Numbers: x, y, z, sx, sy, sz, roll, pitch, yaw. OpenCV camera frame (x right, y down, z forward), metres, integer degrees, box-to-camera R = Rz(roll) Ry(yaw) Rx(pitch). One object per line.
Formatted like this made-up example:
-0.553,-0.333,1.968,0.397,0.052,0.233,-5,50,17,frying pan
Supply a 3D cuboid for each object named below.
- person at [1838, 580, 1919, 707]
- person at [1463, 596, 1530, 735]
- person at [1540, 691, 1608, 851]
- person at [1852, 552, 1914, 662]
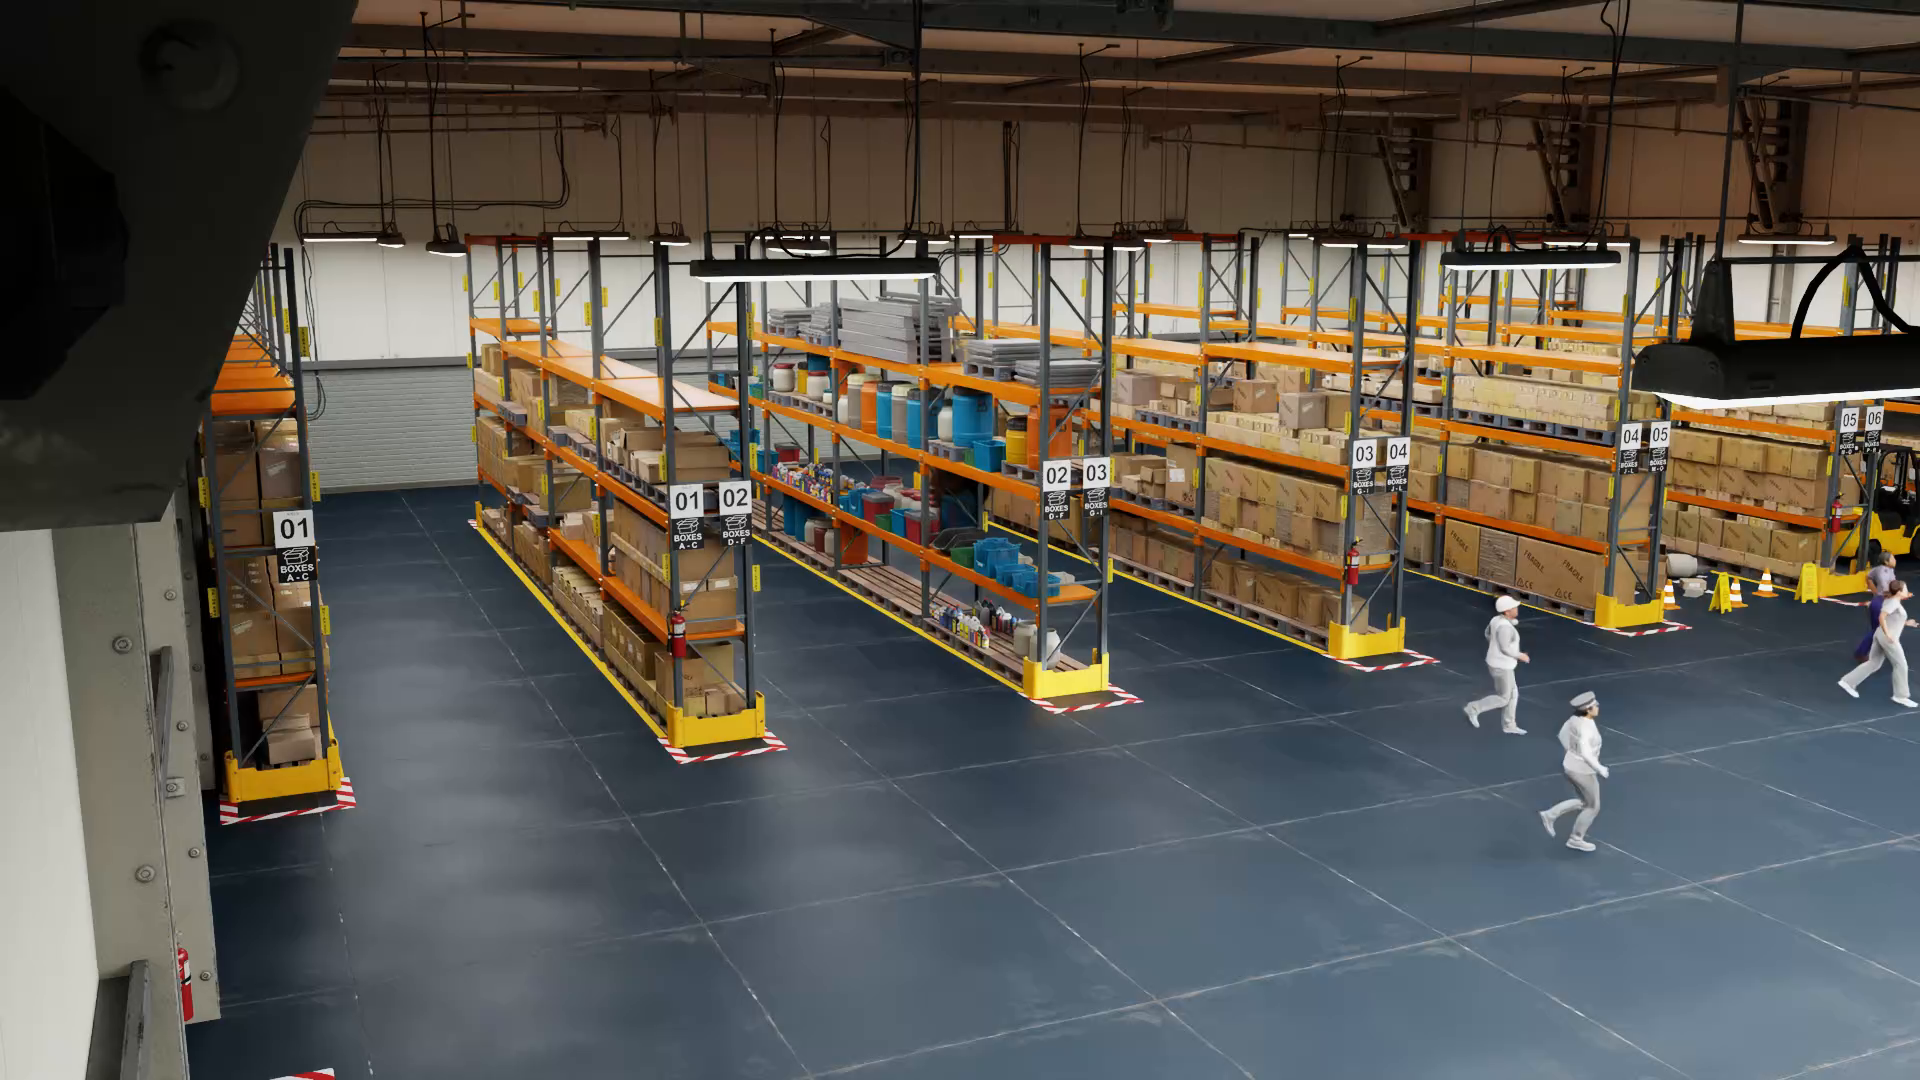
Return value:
12.123,1.337,21.843,0.954,1.679,0.520,2,11,11,person
6.657,1.551,20.601,0.821,1.769,0.669,1,11,5,person
6.219,2.333,16.791,0.571,1.654,0.599,0,11,-2,person
13.252,0.971,23.833,0.692,1.645,0.584,6,12,28,person
